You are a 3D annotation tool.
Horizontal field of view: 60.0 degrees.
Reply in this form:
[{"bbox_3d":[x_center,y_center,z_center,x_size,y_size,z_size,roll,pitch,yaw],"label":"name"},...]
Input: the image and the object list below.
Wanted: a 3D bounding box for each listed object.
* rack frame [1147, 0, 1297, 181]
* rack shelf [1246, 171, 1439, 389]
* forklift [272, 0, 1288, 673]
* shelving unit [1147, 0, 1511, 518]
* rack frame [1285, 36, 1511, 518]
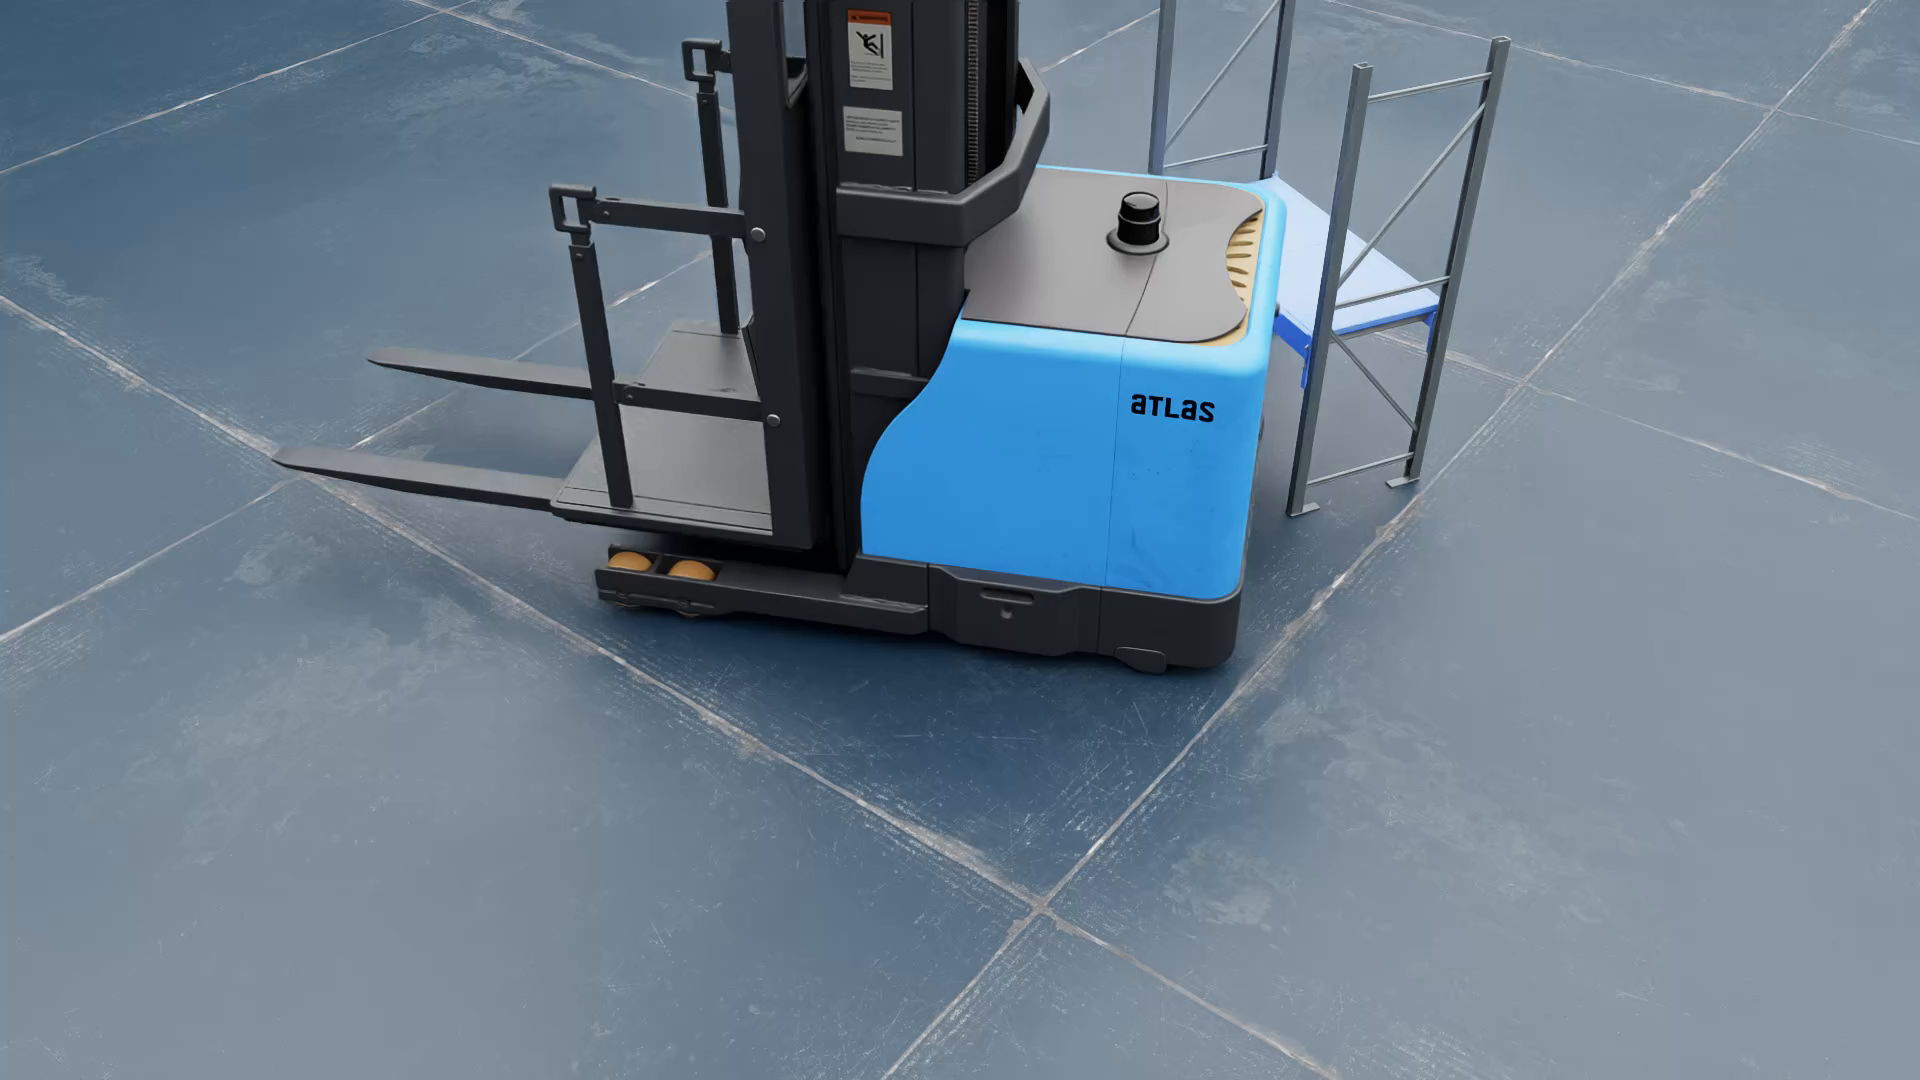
[{"bbox_3d":[0.870,-1.305,5.701,0.500,1.500,0.032,-15,41,-19],"label":"rack frame"},{"bbox_3d":[1.077,-0.878,5.446,0.538,0.185,1.000,-15,41,-19],"label":"rack shelf"},{"bbox_3d":[-0.611,-1.237,4.452,3.031,2.935,1.130,8,39,10],"label":"forklift"},{"bbox_3d":[1.077,-1.019,5.335,0.538,1.500,1.048,-15,41,-19],"label":"shelving unit"},{"bbox_3d":[1.284,-0.733,4.970,0.500,1.500,0.032,-15,41,-19],"label":"rack frame"}]
